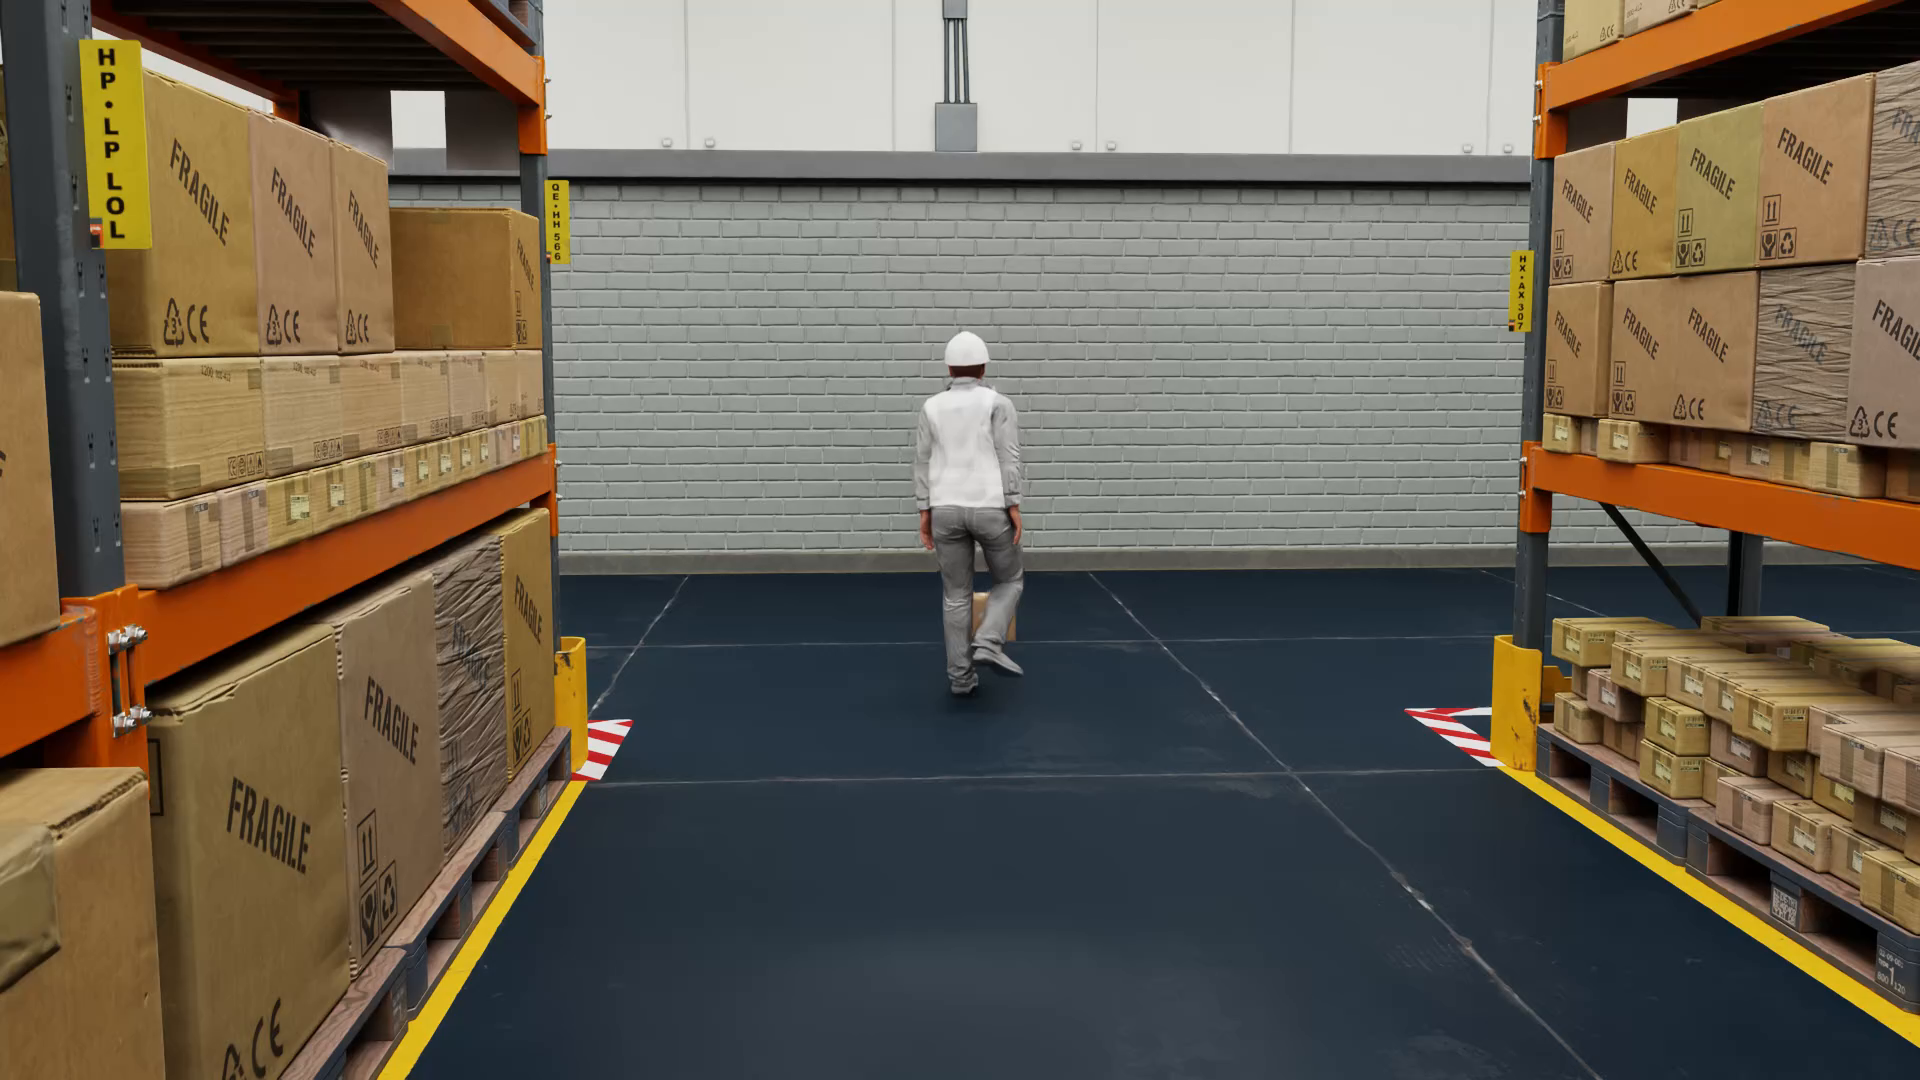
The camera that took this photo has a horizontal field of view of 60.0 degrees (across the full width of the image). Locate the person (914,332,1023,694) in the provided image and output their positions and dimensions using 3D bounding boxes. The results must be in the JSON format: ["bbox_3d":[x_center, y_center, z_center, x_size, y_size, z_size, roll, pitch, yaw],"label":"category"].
[{"bbox_3d":[0.046,-0.139,8.197,0.575,1.764,0.504,2,7,15],"label":"person"}]
